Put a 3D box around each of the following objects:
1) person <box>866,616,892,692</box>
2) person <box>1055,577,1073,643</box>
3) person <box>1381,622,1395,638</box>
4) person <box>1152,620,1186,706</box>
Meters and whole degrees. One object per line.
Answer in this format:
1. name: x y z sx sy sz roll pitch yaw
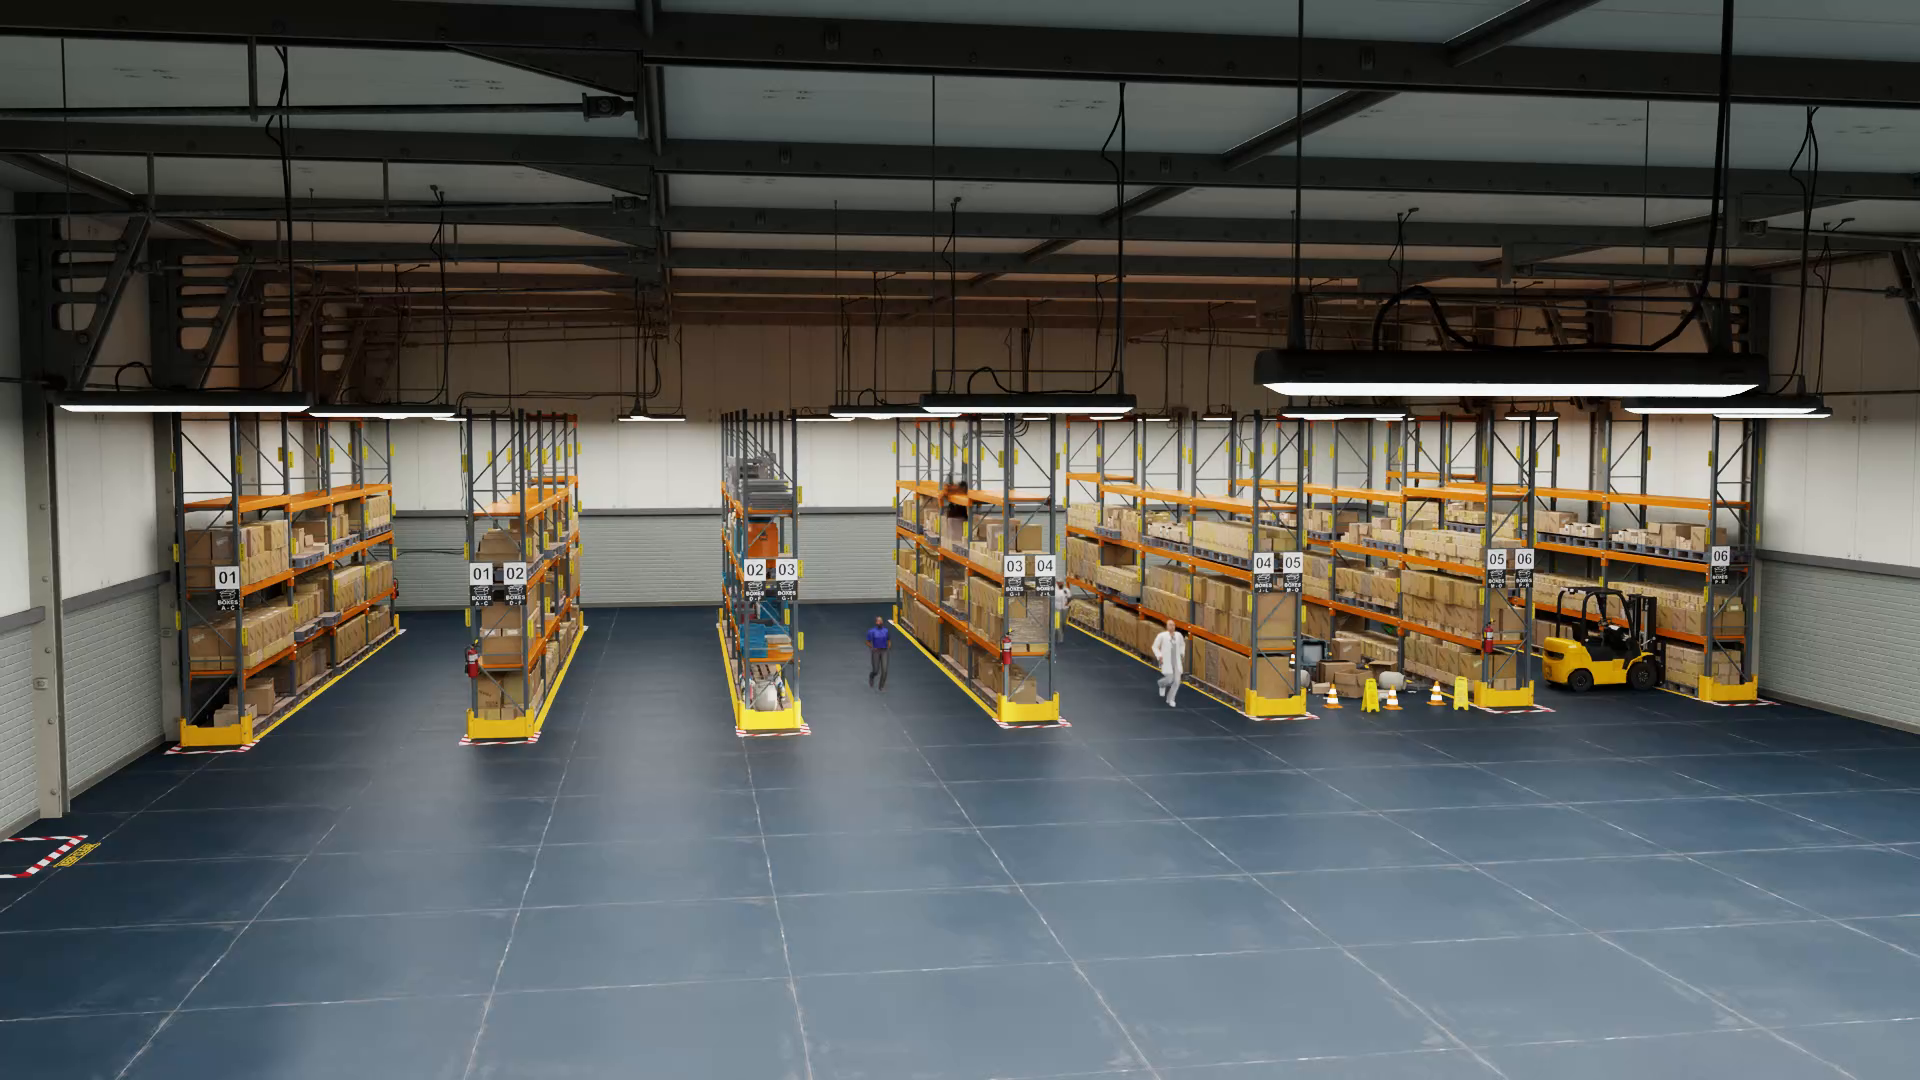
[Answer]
1. person: -1.729 2.430 35.672 0.576 1.603 0.614 -2 4 -21
2. person: 2.671 1.814 43.640 0.573 1.691 0.859 0 4 -2
3. person: 11.063 1.888 42.615 0.657 1.741 0.600 -1 4 -10
4. person: 4.289 2.503 34.011 0.724 1.752 0.653 -1 4 -16
